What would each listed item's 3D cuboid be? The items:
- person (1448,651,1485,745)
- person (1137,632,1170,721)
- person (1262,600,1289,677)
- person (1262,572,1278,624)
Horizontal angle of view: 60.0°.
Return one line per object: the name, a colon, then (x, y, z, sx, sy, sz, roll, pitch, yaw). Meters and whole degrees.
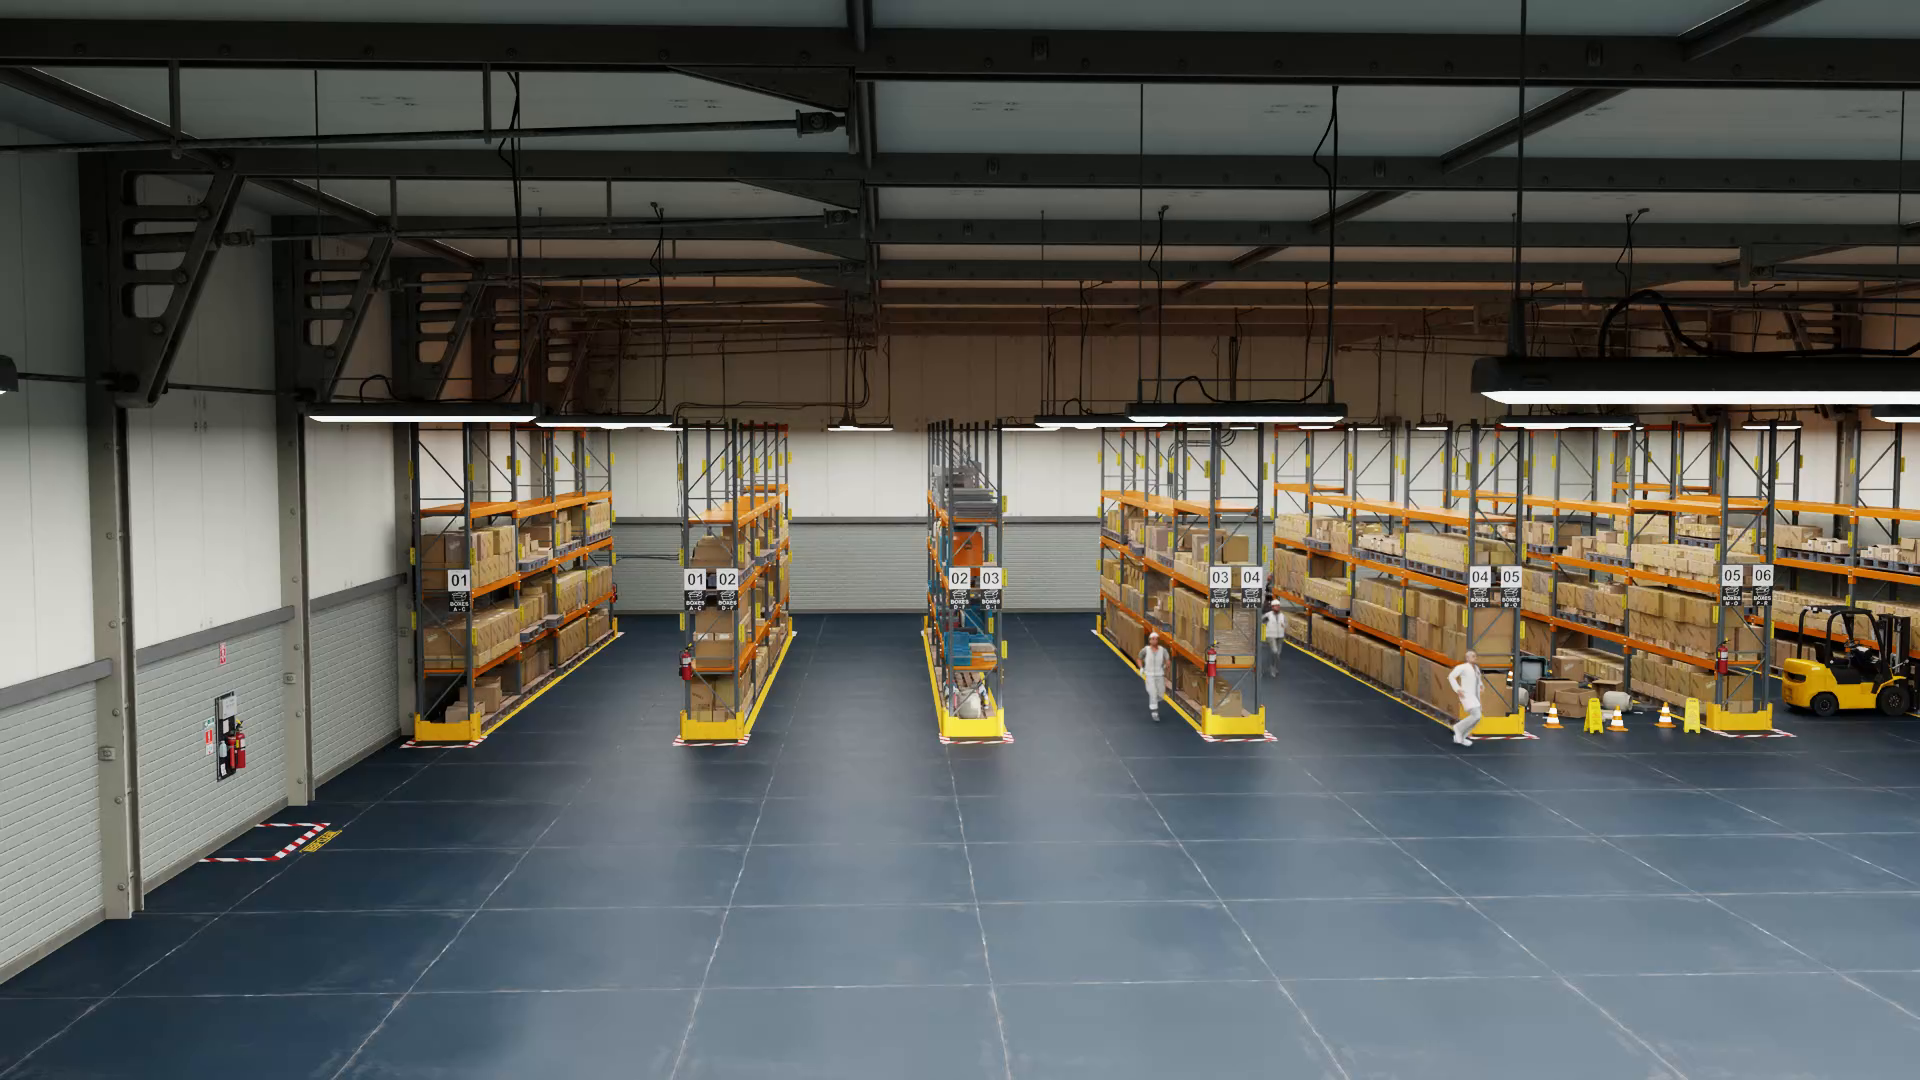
person: (9.382, 2.899, 30.548, 0.725, 1.713, 0.573, -4, 5, -44)
person: (3.875, 2.716, 33.238, 0.657, 1.755, 0.760, 0, 4, -2)
person: (7.452, 2.324, 39.349, 0.624, 1.831, 0.752, -1, 4, -14)
person: (9.148, 1.754, 49.057, 0.605, 1.639, 0.770, 0, 4, -3)
